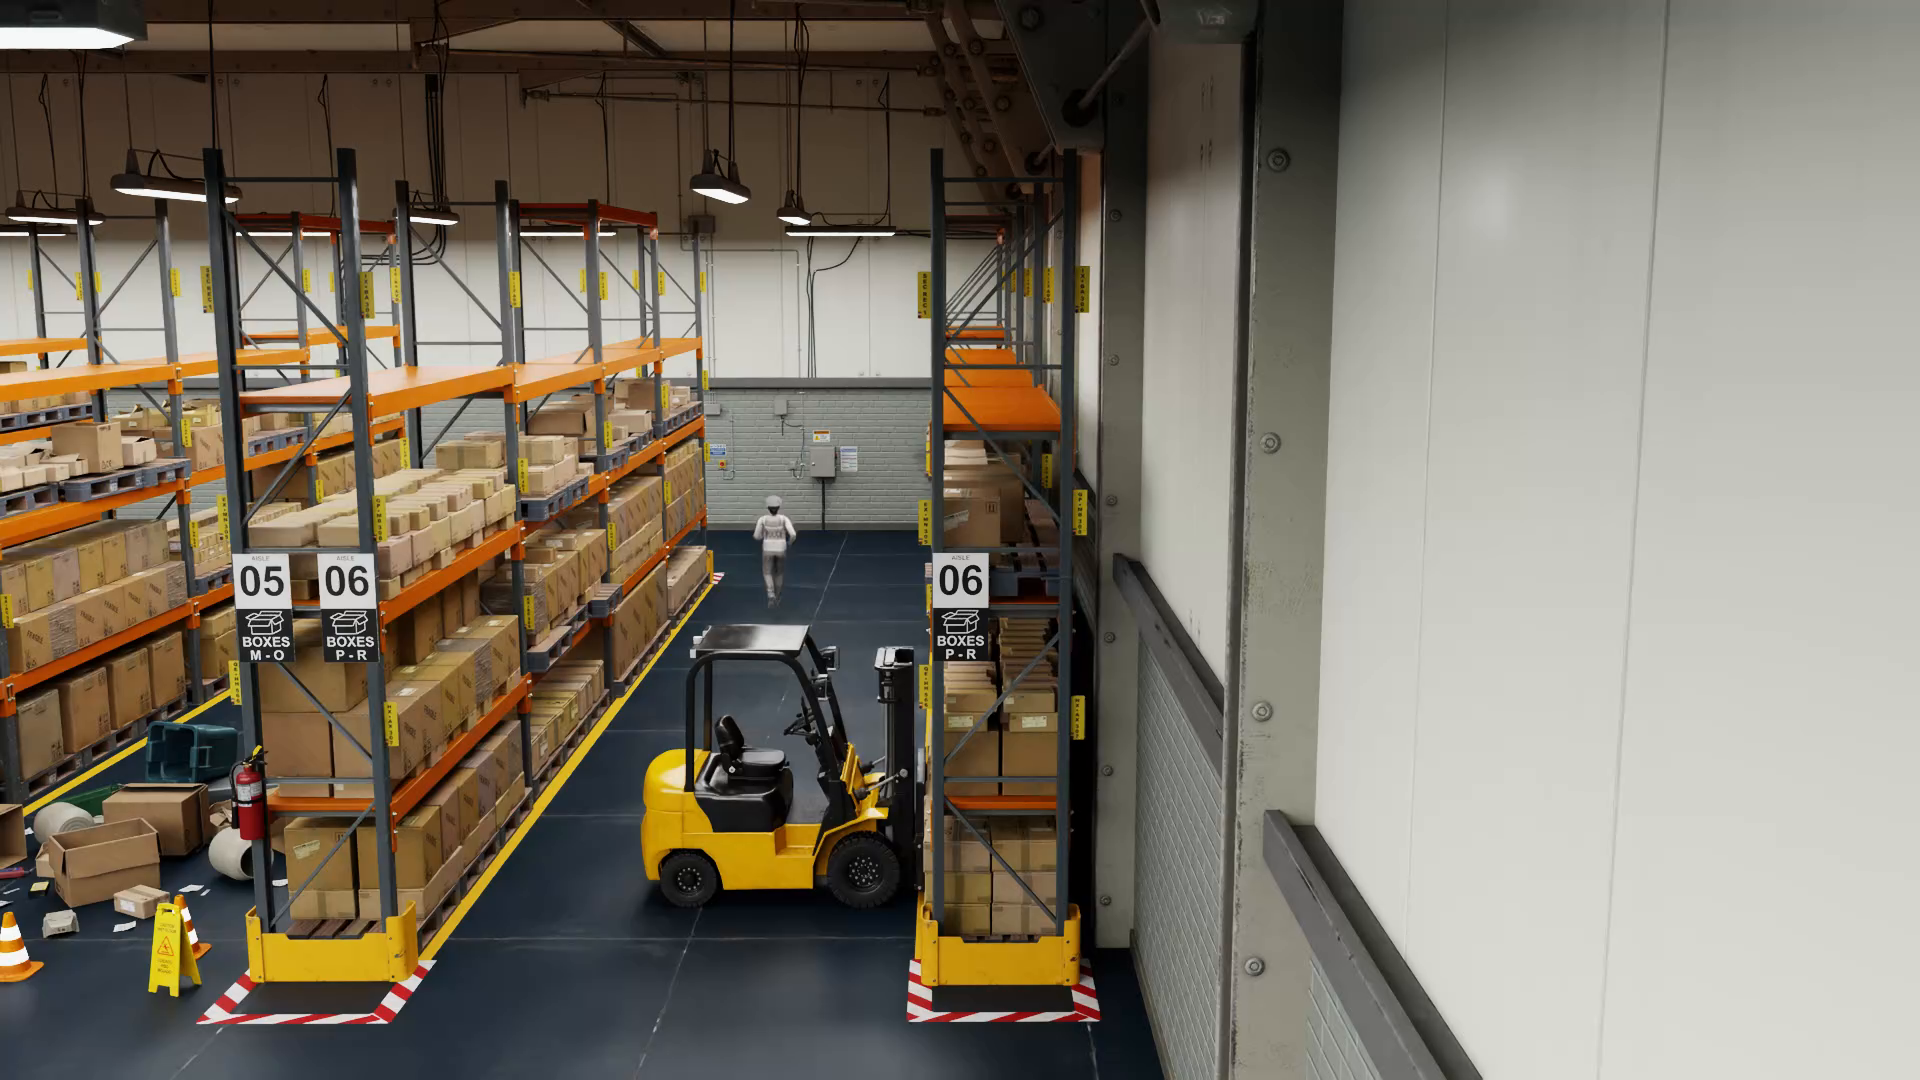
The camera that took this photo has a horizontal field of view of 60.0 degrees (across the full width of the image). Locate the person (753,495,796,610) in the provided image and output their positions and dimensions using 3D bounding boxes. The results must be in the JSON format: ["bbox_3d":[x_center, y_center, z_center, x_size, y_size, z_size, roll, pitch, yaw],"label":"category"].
[{"bbox_3d":[-2.705,0.175,24.291,0.624,1.665,0.691,-1,9,-8],"label":"person"}]
